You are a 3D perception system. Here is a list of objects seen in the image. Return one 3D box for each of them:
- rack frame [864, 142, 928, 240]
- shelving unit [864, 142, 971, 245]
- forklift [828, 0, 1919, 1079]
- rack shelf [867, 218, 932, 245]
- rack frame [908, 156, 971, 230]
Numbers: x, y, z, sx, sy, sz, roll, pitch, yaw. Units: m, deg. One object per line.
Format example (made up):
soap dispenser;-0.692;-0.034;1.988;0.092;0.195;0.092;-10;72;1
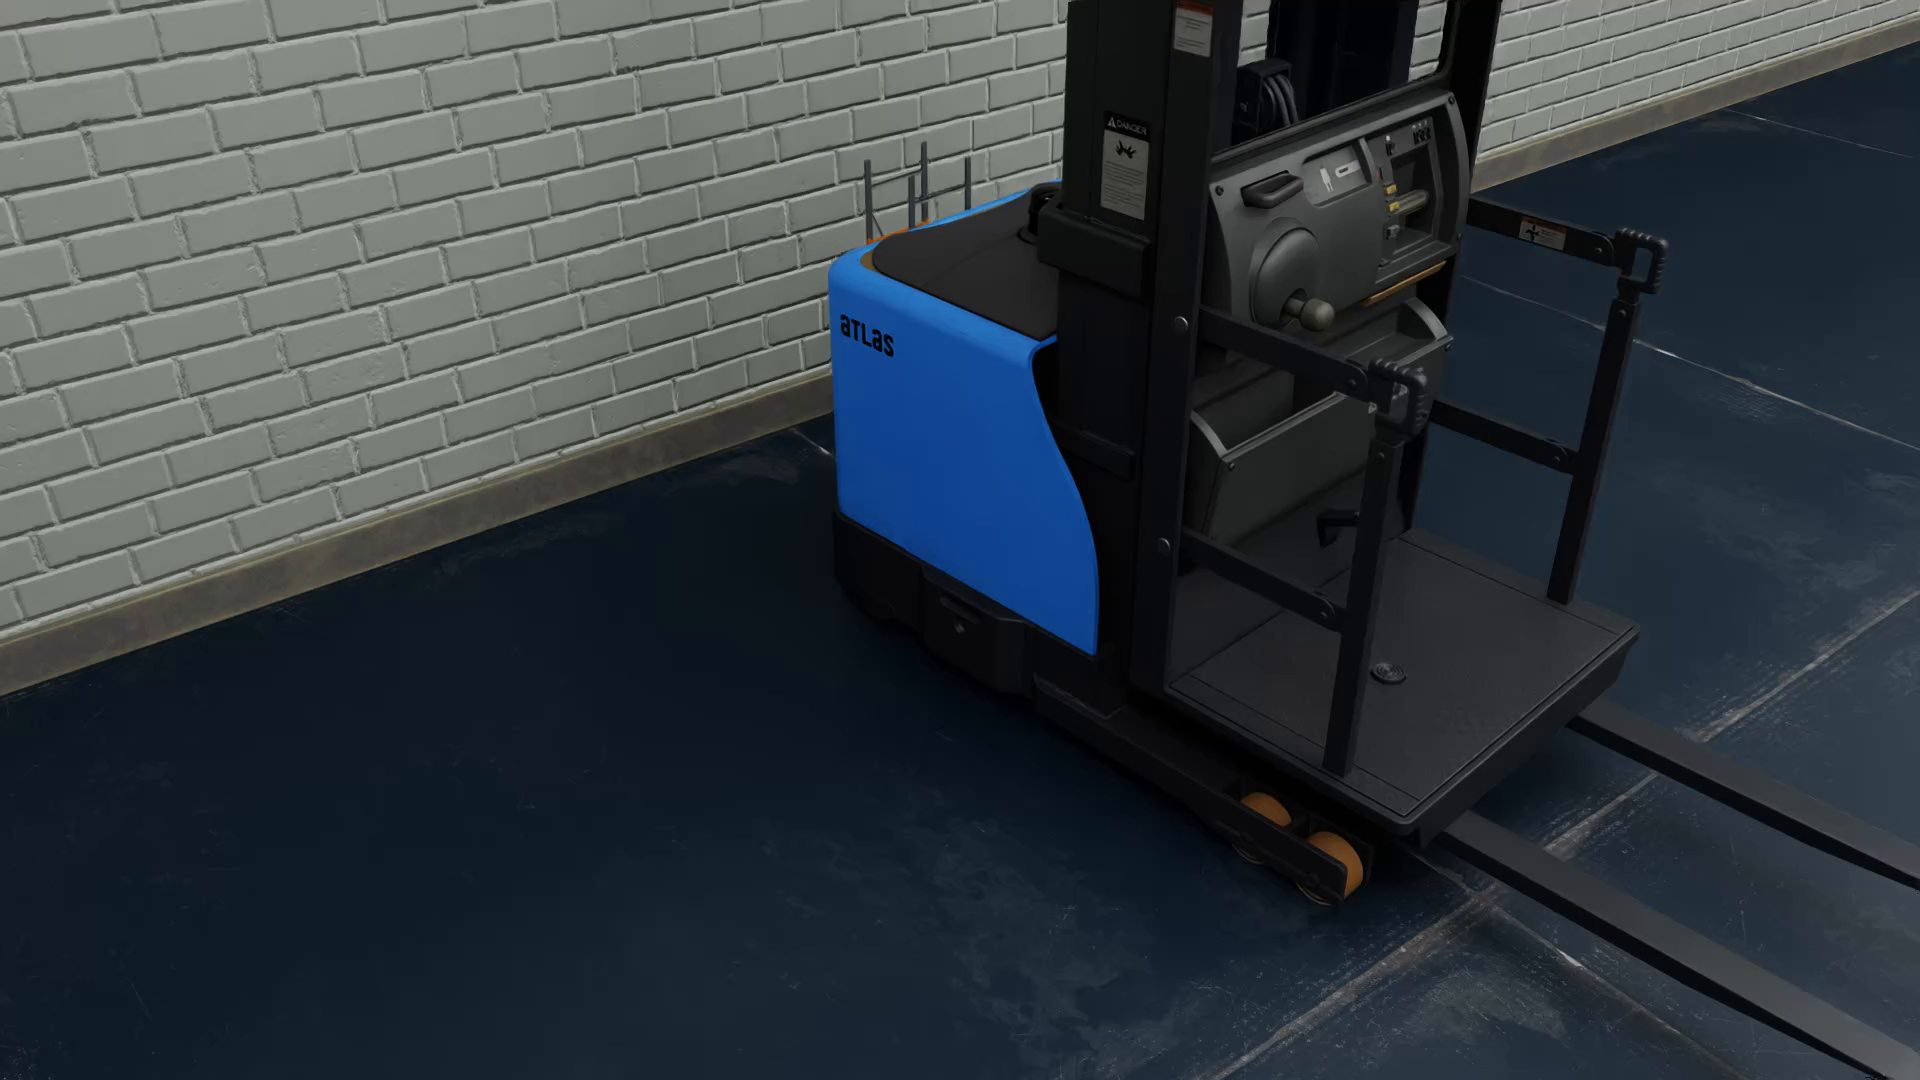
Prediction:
rack frame;-0.183;-0.607;5.090;0.240;1.200;0.006;-27;41;-36
shelving unit;-0.120;-0.572;5.034;0.258;1.200;0.189;-27;41;-36
forklift;1.016;-0.704;3.605;1.130;2.935;3.031;-27;41;-36
rack shelf;-0.120;-0.840;4.868;0.258;0.103;0.180;-27;41;-36
rack frame;-0.056;-0.538;4.978;0.240;1.200;0.006;-27;41;-36
